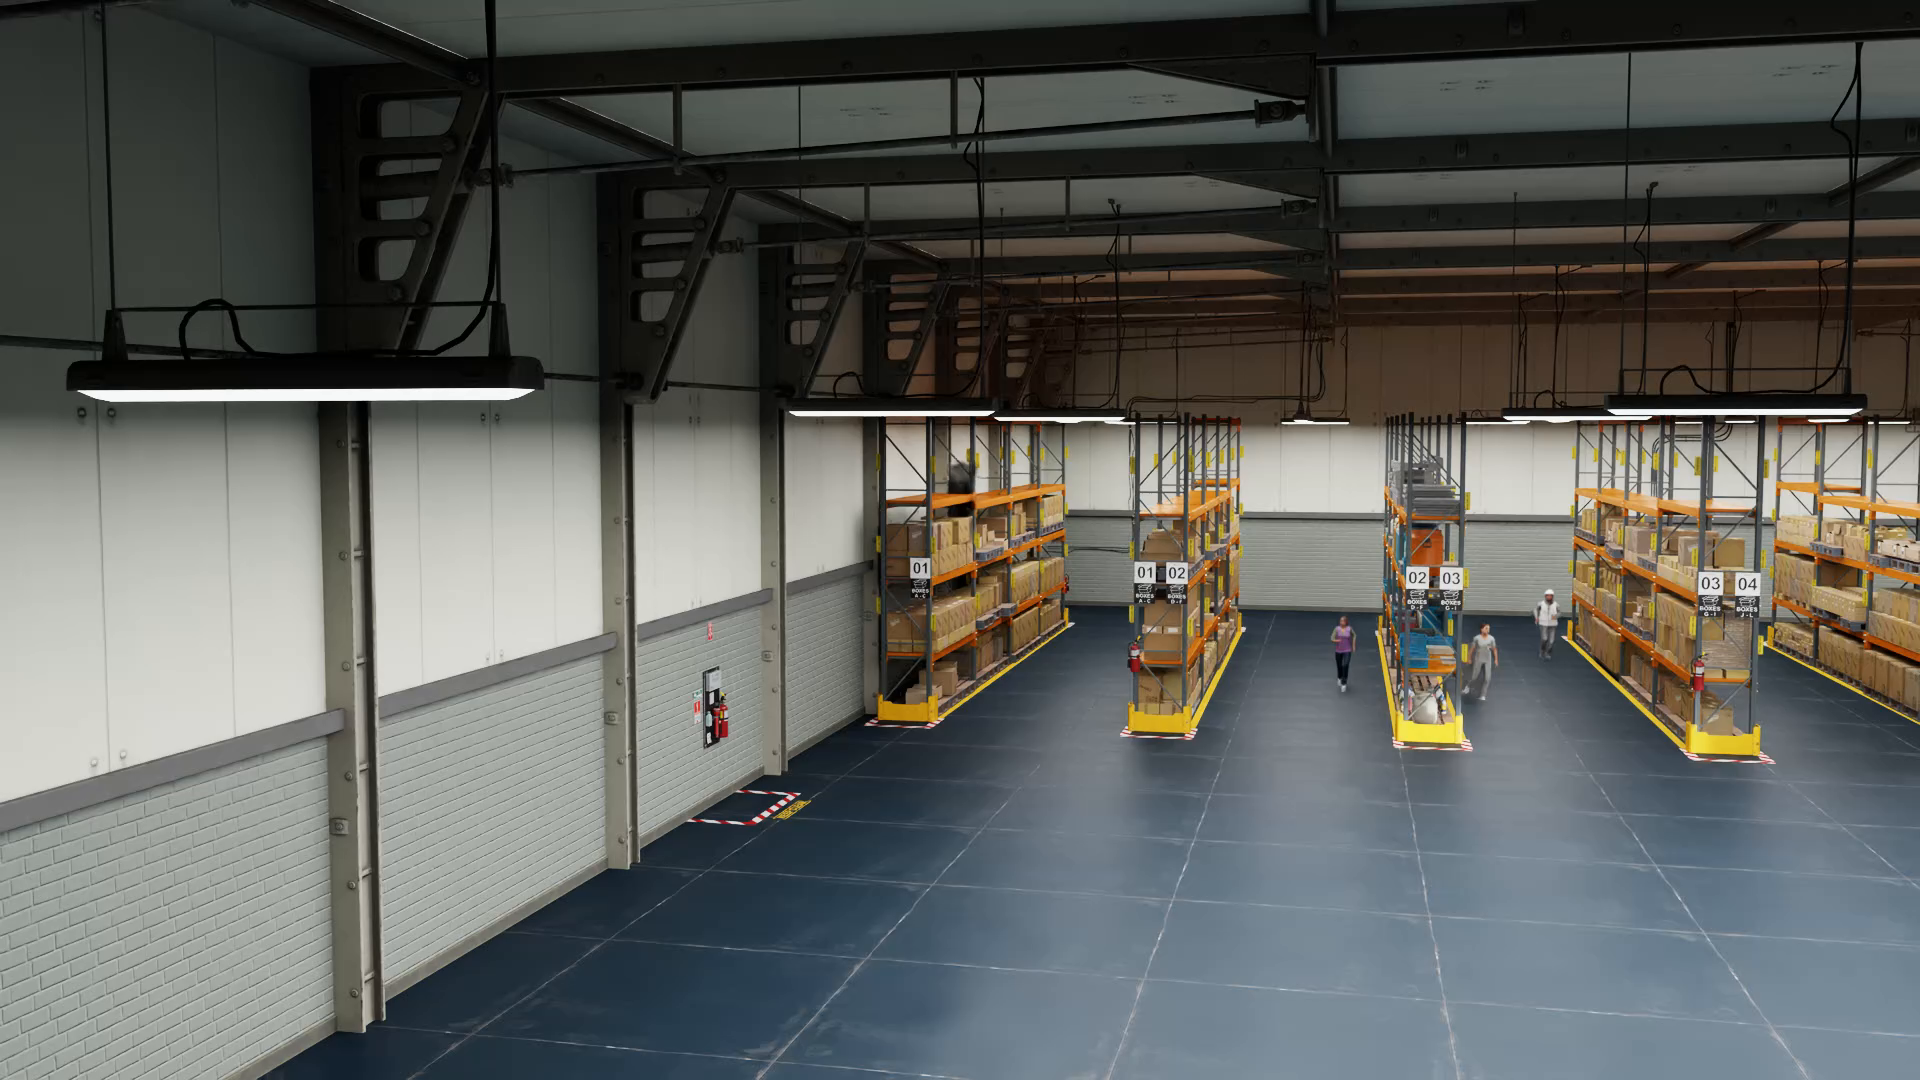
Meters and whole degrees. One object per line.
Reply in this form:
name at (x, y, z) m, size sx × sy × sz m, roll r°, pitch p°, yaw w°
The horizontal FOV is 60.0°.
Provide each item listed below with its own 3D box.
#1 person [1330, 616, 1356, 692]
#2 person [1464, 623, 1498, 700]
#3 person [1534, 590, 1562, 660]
person at (8.338, 2.449, 36.205) m, size 0.541 × 1.609 × 0.842 m, roll 1°, pitch 4°, yaw 14°
person at (10.949, 2.534, 34.967) m, size 0.622 × 1.637 × 0.642 m, roll 1°, pitch 4°, yaw 9°
person at (14.409, 2.082, 40.729) m, size 0.630 × 1.732 × 0.649 m, roll 1°, pitch 4°, yaw 11°
